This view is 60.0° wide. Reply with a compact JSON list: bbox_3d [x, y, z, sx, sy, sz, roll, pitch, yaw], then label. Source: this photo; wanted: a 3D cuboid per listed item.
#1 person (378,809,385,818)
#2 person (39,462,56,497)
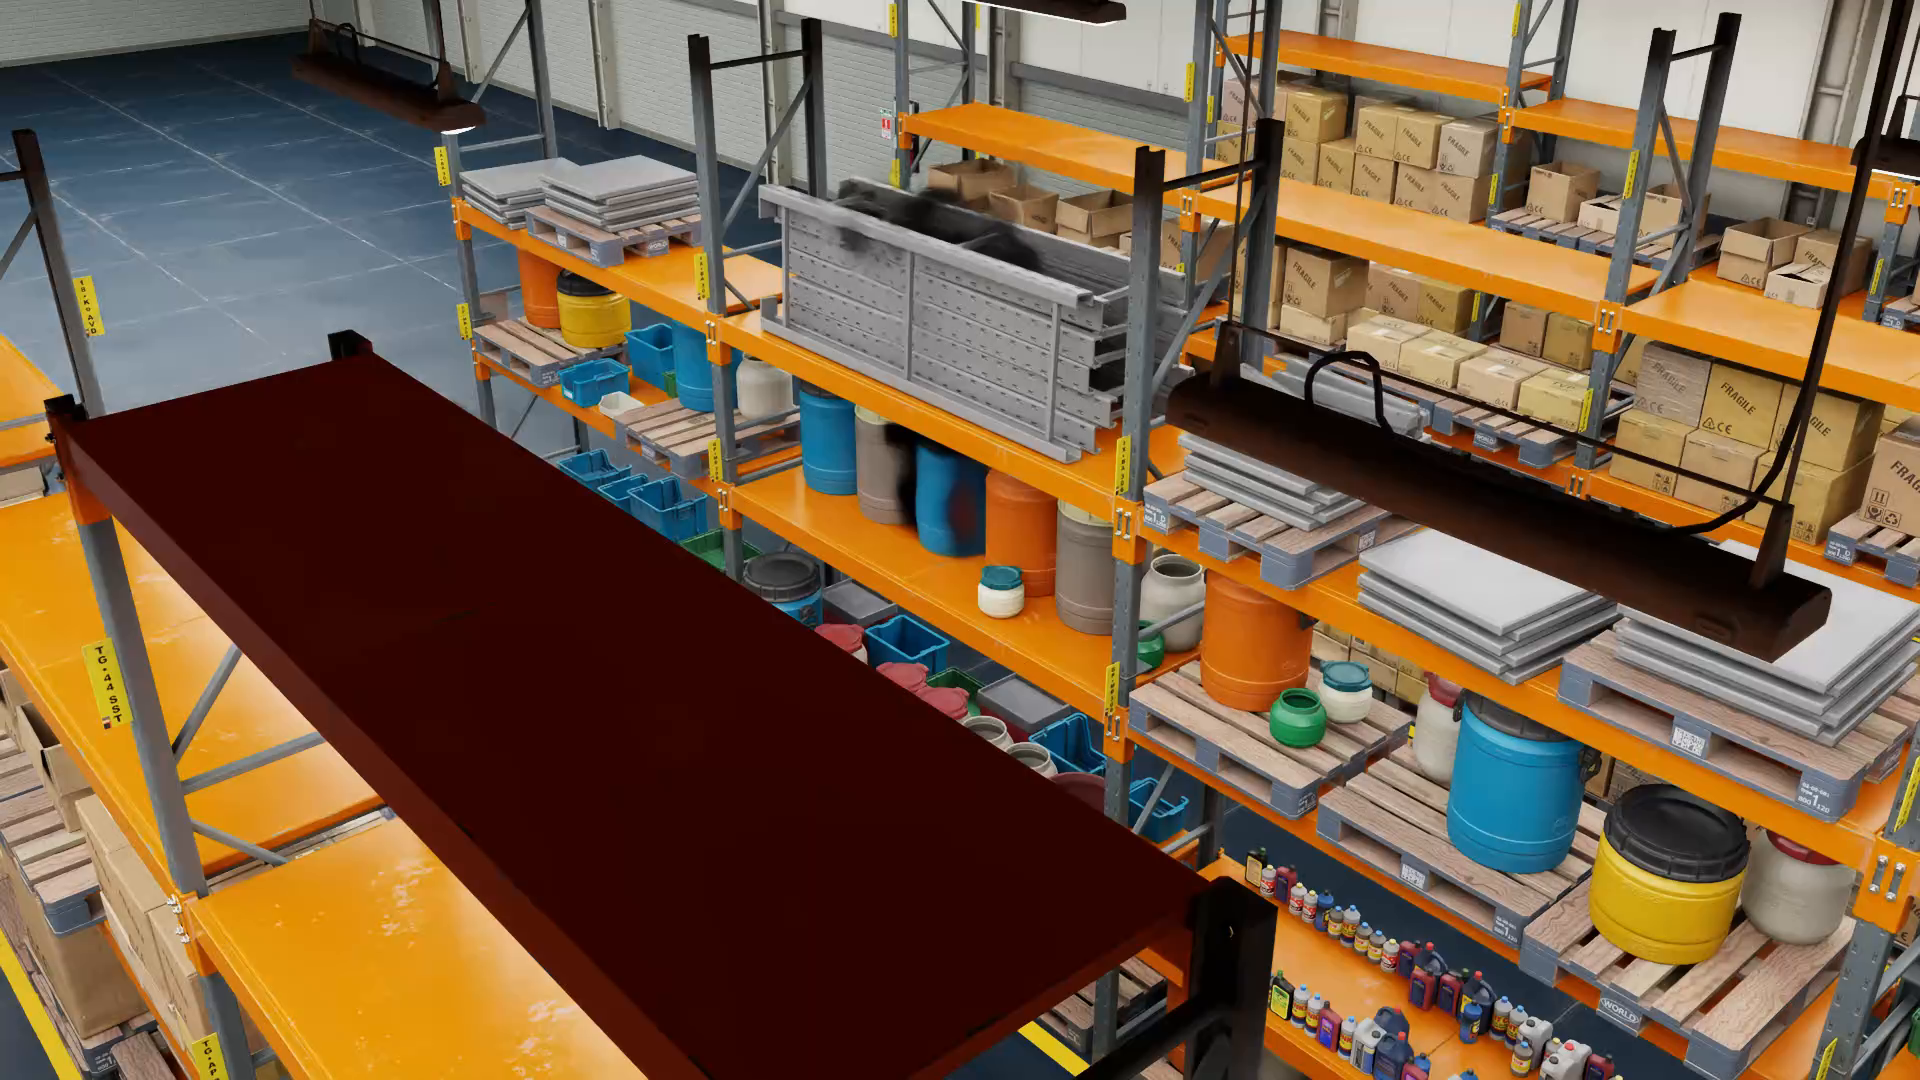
[{"bbox_3d":[-4.510,1.688,12.449,0.796,1.703,0.570,20,33,34],"label":"person"},{"bbox_3d":[-9.269,-0.413,16.495,0.670,1.700,0.639,-5,27,-10],"label":"person"}]
